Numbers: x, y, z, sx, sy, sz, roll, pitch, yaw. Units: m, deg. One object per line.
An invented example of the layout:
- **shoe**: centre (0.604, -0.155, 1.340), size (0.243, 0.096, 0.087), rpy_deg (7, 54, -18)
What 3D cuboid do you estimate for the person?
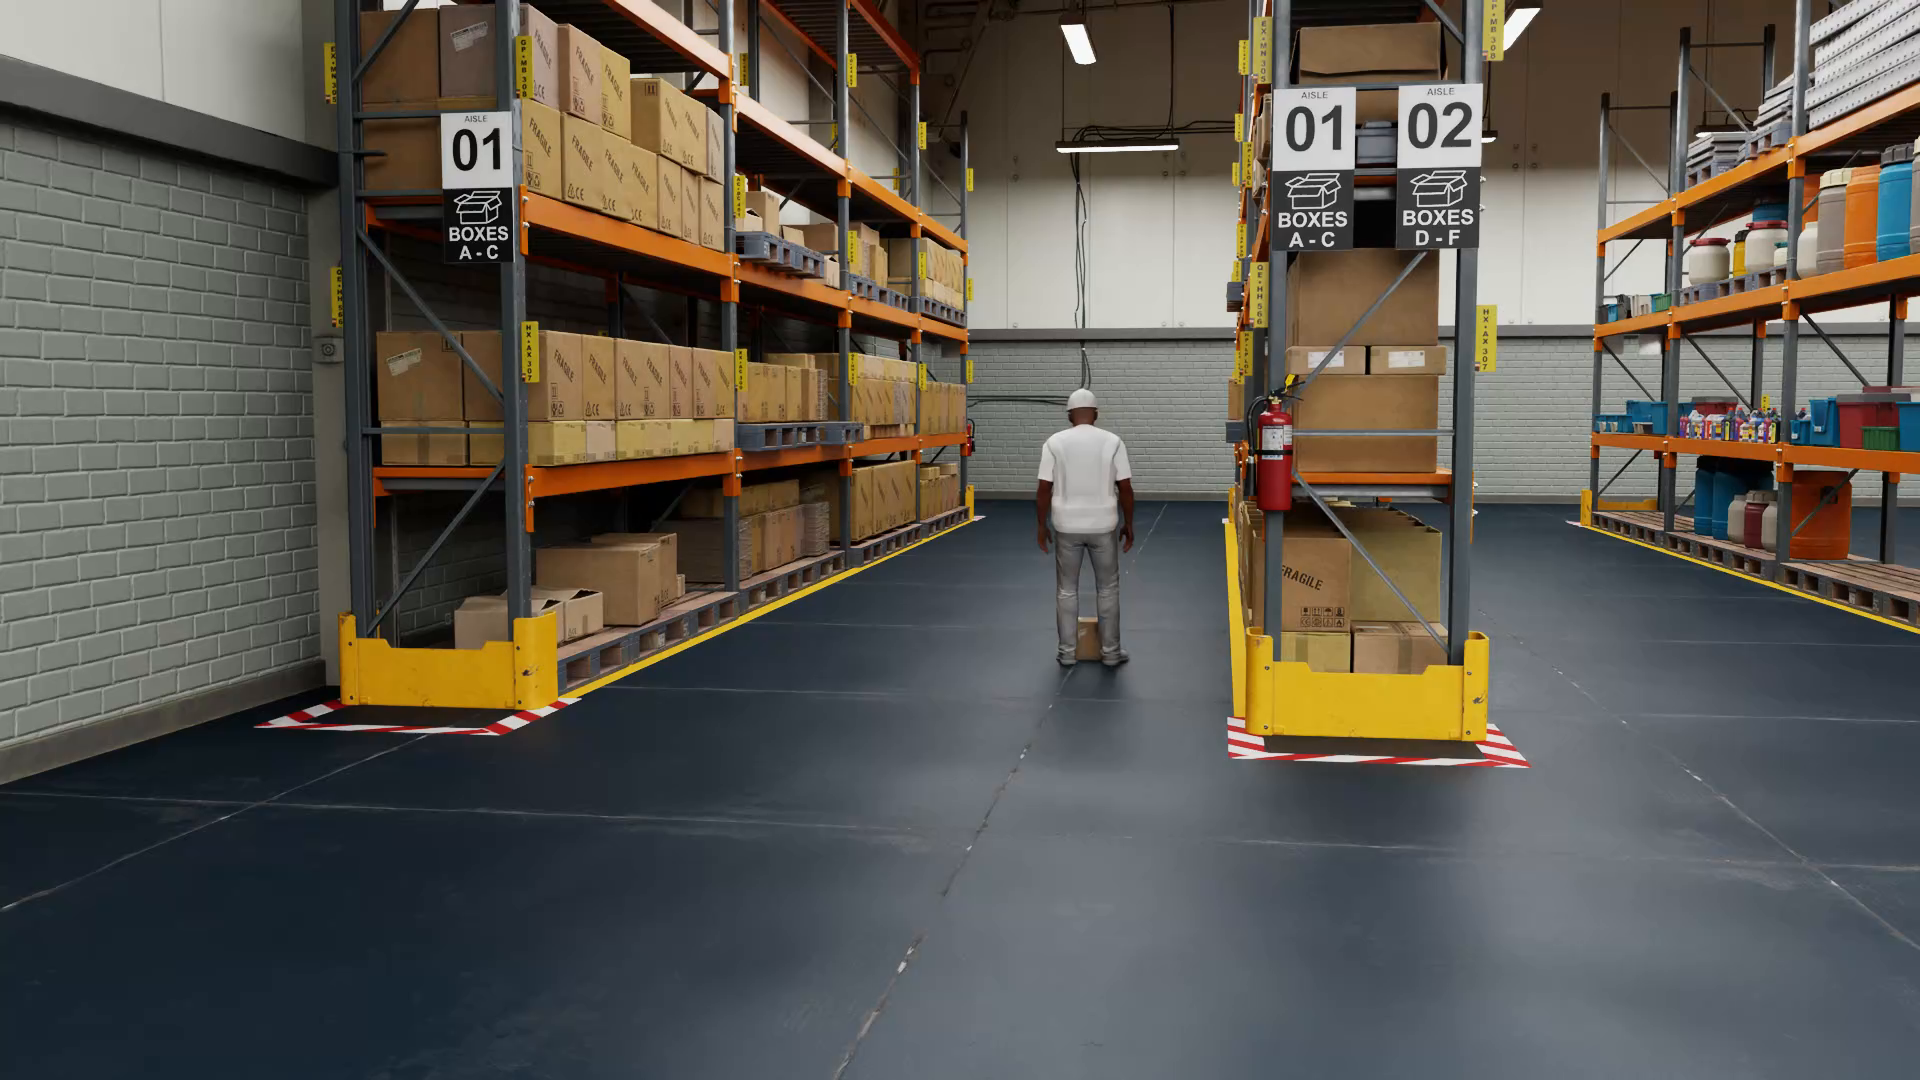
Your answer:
- **person**: centre (0.802, -0.086, 10.652), size (0.624, 1.759, 0.463), rpy_deg (0, 4, 6)
